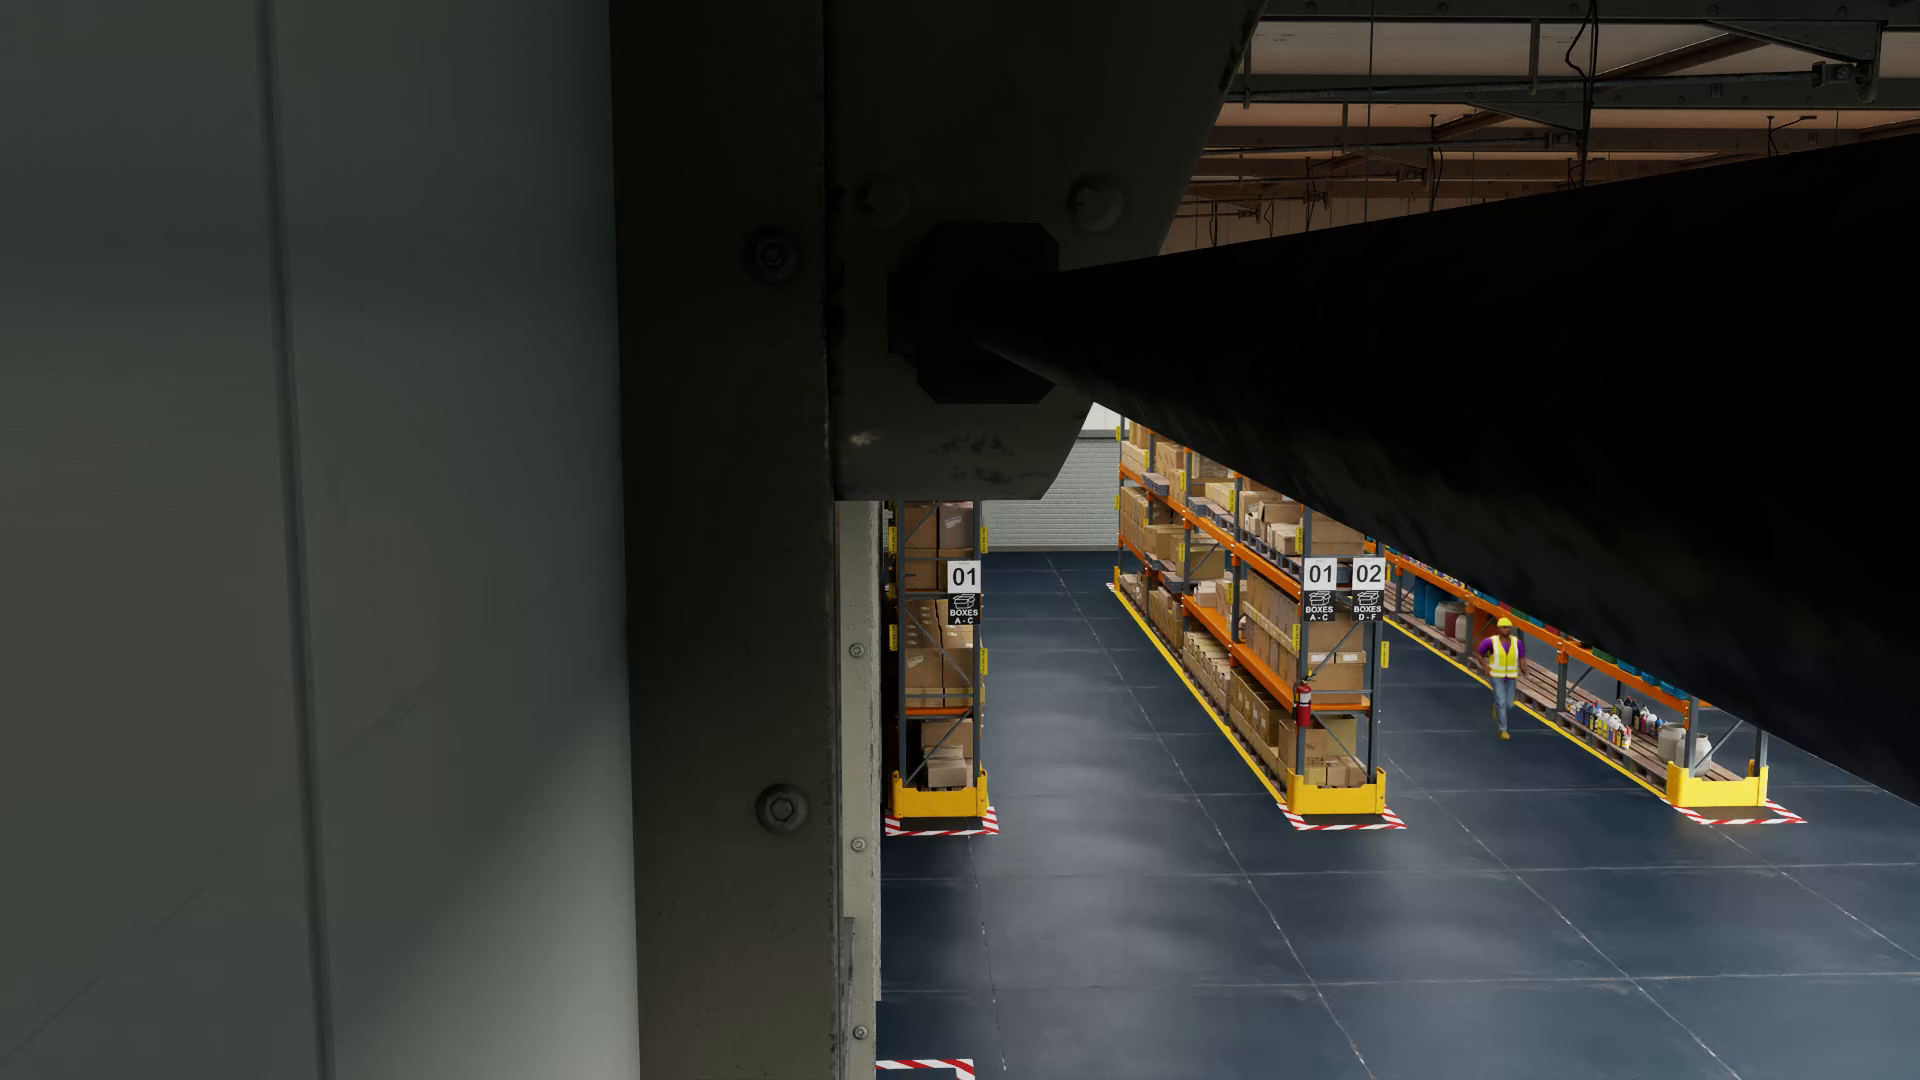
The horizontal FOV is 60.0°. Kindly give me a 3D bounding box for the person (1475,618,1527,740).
[{"bbox_3d":[7.914,1.995,24.319,0.700,1.745,0.796,0,8,-1],"label":"person"}]
